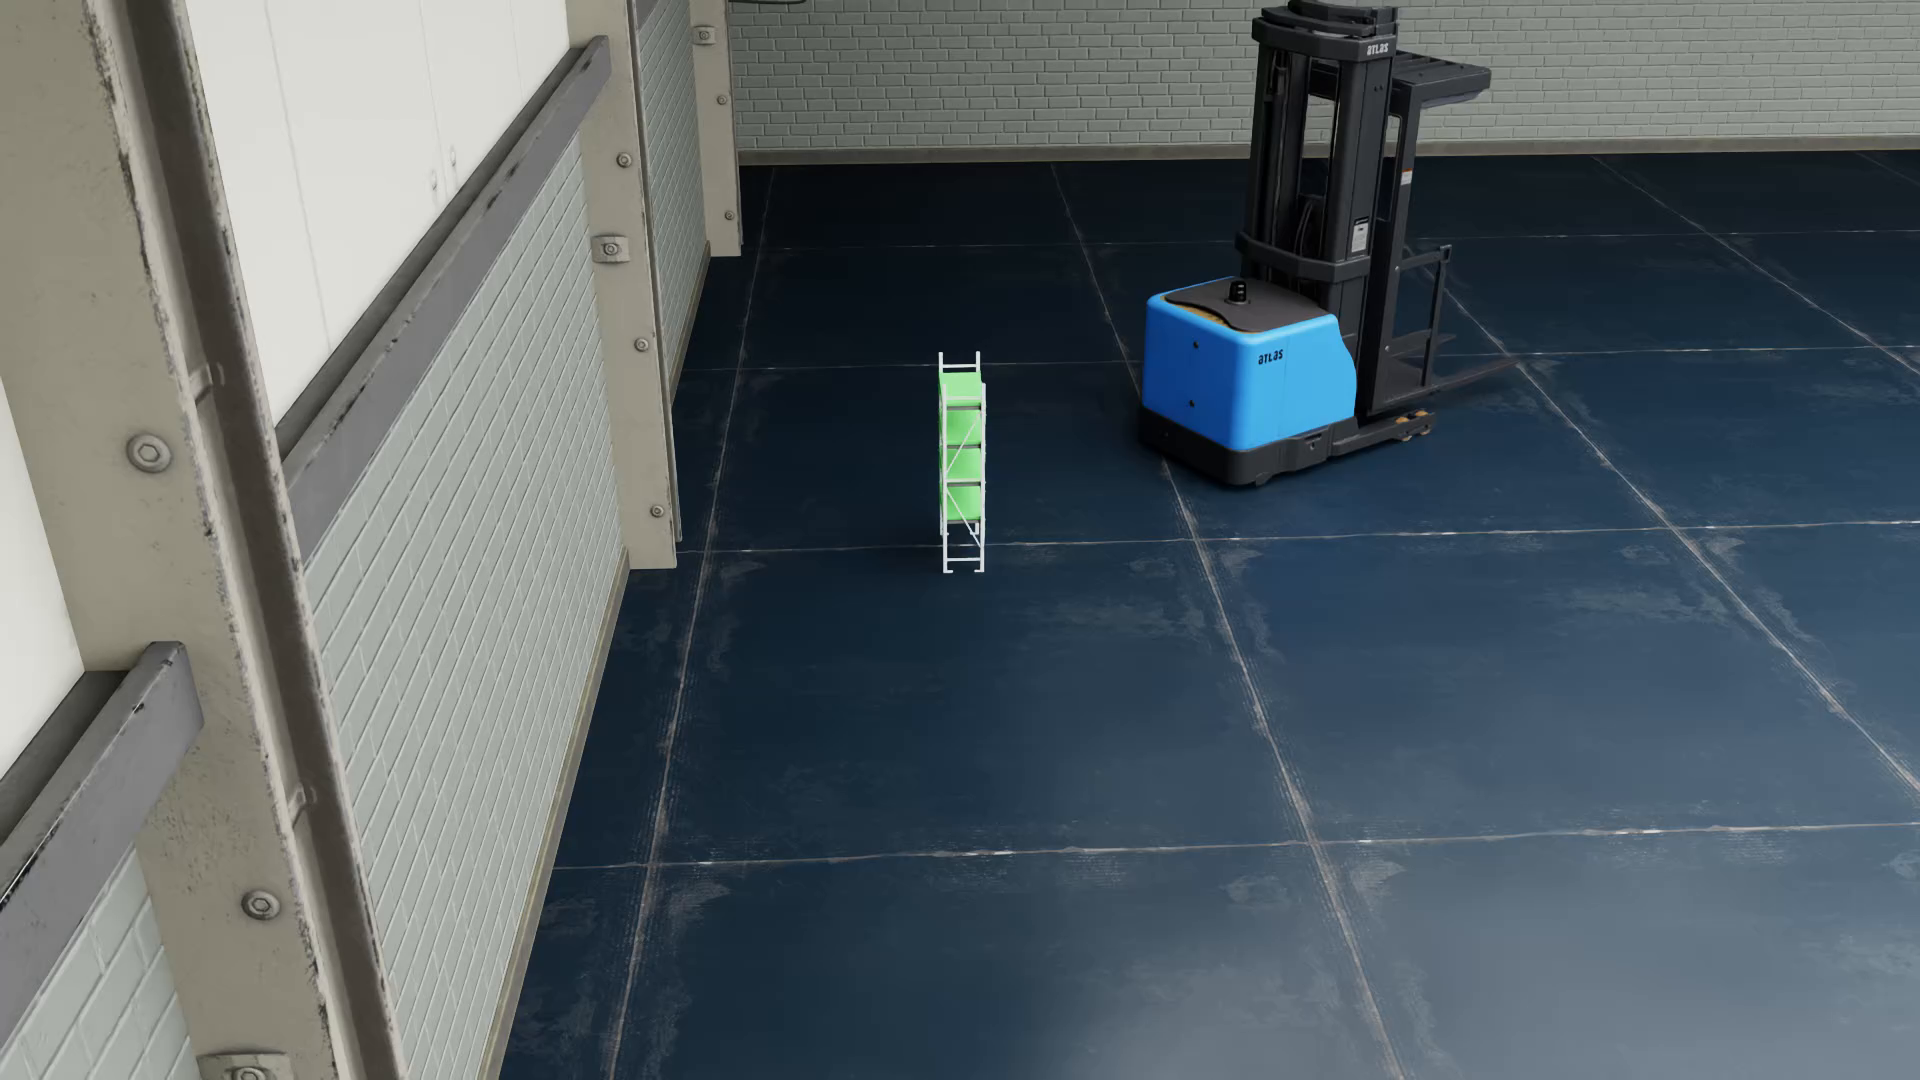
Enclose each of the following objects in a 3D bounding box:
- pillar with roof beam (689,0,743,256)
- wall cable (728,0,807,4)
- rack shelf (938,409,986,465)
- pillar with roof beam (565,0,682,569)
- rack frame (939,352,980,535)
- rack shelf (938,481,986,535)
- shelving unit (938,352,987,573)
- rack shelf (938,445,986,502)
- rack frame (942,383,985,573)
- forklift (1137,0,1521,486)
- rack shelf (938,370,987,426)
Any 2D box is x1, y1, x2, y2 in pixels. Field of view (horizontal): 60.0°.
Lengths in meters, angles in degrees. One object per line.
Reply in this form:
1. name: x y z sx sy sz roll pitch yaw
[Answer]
1. pillar with roof beam: 2.124 -6.786 13.530 9.100 9.000 0.400 -1 28 -3
2. wall cable: -1.008 -6.697 16.718 3.097 2.526 0.112 -1 28 -3
3. rack shelf: 0.009 -0.612 9.745 0.258 0.148 0.480 -1 28 -3
4. pillar with roof beam: 2.437 -4.015 8.217 9.100 9.000 0.400 -1 28 -3
5. rack frame: -0.004 -0.568 10.042 0.240 1.200 0.015 -1 28 -3
6. rack shelf: 0.009 -0.186 9.966 0.258 0.148 0.480 -1 28 -3
7. shelving unit: 0.009 -0.456 9.826 0.258 1.200 0.503 -1 28 -3
8. rack shelf: 0.009 -0.399 9.856 0.258 0.148 0.480 -1 28 -3
9. rack frame: 0.021 -0.343 9.610 0.240 1.200 0.015 -1 28 -3
10. forklift: 2.727 -2.169 11.238 3.031 2.935 1.130 -18 32 -30
11. rack shelf: 0.009 -0.824 9.634 0.258 0.148 0.480 -1 28 -3
